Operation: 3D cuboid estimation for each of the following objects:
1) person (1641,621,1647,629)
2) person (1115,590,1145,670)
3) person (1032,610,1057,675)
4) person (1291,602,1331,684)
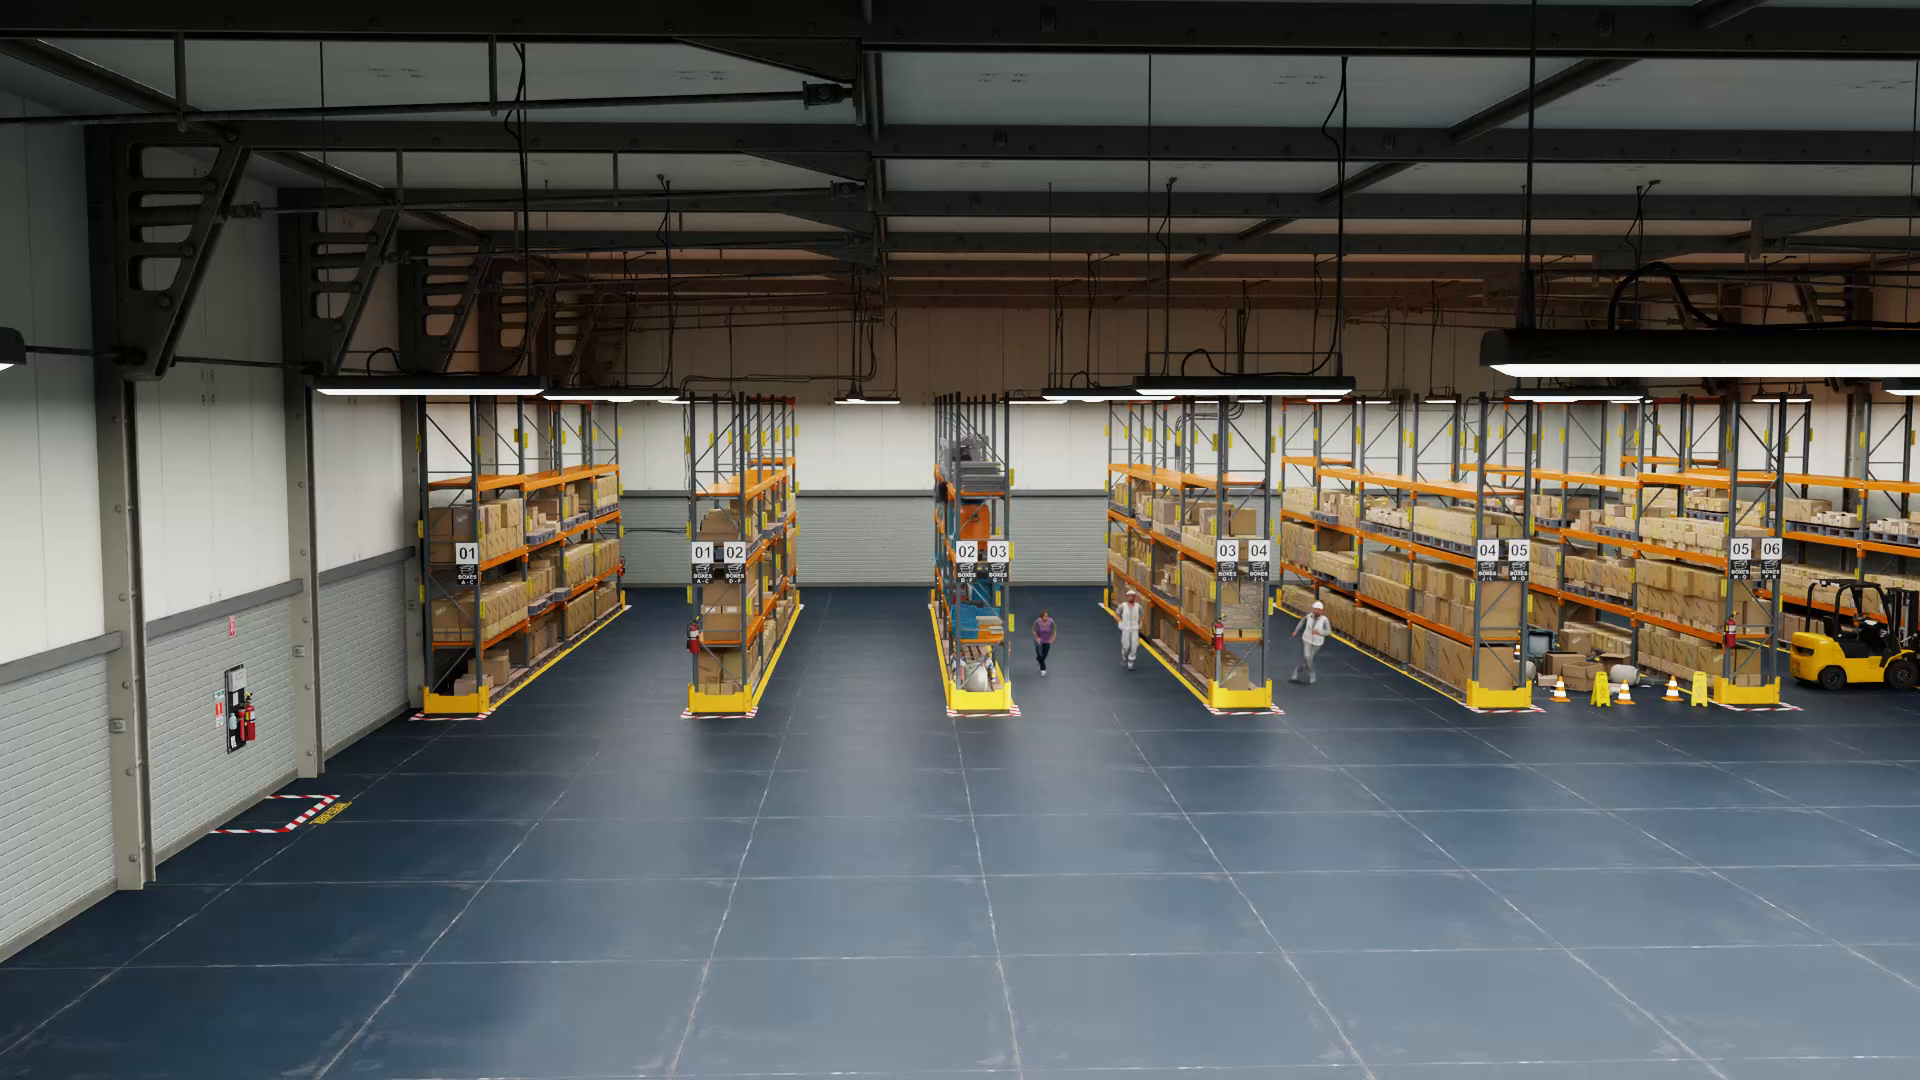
[{"bbox_3d":[16.768,1.683,40.187,0.575,1.659,0.869,-1,5,-8],"label":"person"},{"bbox_3d":[3.705,1.957,36.114,0.639,1.743,0.530,0,5,-4],"label":"person"},{"bbox_3d":[1.788,2.172,35.510,0.554,1.428,0.842,-1,5,-6],"label":"person"},{"bbox_3d":[7.267,2.100,34.420,0.764,1.686,0.705,0,5,6],"label":"person"}]
